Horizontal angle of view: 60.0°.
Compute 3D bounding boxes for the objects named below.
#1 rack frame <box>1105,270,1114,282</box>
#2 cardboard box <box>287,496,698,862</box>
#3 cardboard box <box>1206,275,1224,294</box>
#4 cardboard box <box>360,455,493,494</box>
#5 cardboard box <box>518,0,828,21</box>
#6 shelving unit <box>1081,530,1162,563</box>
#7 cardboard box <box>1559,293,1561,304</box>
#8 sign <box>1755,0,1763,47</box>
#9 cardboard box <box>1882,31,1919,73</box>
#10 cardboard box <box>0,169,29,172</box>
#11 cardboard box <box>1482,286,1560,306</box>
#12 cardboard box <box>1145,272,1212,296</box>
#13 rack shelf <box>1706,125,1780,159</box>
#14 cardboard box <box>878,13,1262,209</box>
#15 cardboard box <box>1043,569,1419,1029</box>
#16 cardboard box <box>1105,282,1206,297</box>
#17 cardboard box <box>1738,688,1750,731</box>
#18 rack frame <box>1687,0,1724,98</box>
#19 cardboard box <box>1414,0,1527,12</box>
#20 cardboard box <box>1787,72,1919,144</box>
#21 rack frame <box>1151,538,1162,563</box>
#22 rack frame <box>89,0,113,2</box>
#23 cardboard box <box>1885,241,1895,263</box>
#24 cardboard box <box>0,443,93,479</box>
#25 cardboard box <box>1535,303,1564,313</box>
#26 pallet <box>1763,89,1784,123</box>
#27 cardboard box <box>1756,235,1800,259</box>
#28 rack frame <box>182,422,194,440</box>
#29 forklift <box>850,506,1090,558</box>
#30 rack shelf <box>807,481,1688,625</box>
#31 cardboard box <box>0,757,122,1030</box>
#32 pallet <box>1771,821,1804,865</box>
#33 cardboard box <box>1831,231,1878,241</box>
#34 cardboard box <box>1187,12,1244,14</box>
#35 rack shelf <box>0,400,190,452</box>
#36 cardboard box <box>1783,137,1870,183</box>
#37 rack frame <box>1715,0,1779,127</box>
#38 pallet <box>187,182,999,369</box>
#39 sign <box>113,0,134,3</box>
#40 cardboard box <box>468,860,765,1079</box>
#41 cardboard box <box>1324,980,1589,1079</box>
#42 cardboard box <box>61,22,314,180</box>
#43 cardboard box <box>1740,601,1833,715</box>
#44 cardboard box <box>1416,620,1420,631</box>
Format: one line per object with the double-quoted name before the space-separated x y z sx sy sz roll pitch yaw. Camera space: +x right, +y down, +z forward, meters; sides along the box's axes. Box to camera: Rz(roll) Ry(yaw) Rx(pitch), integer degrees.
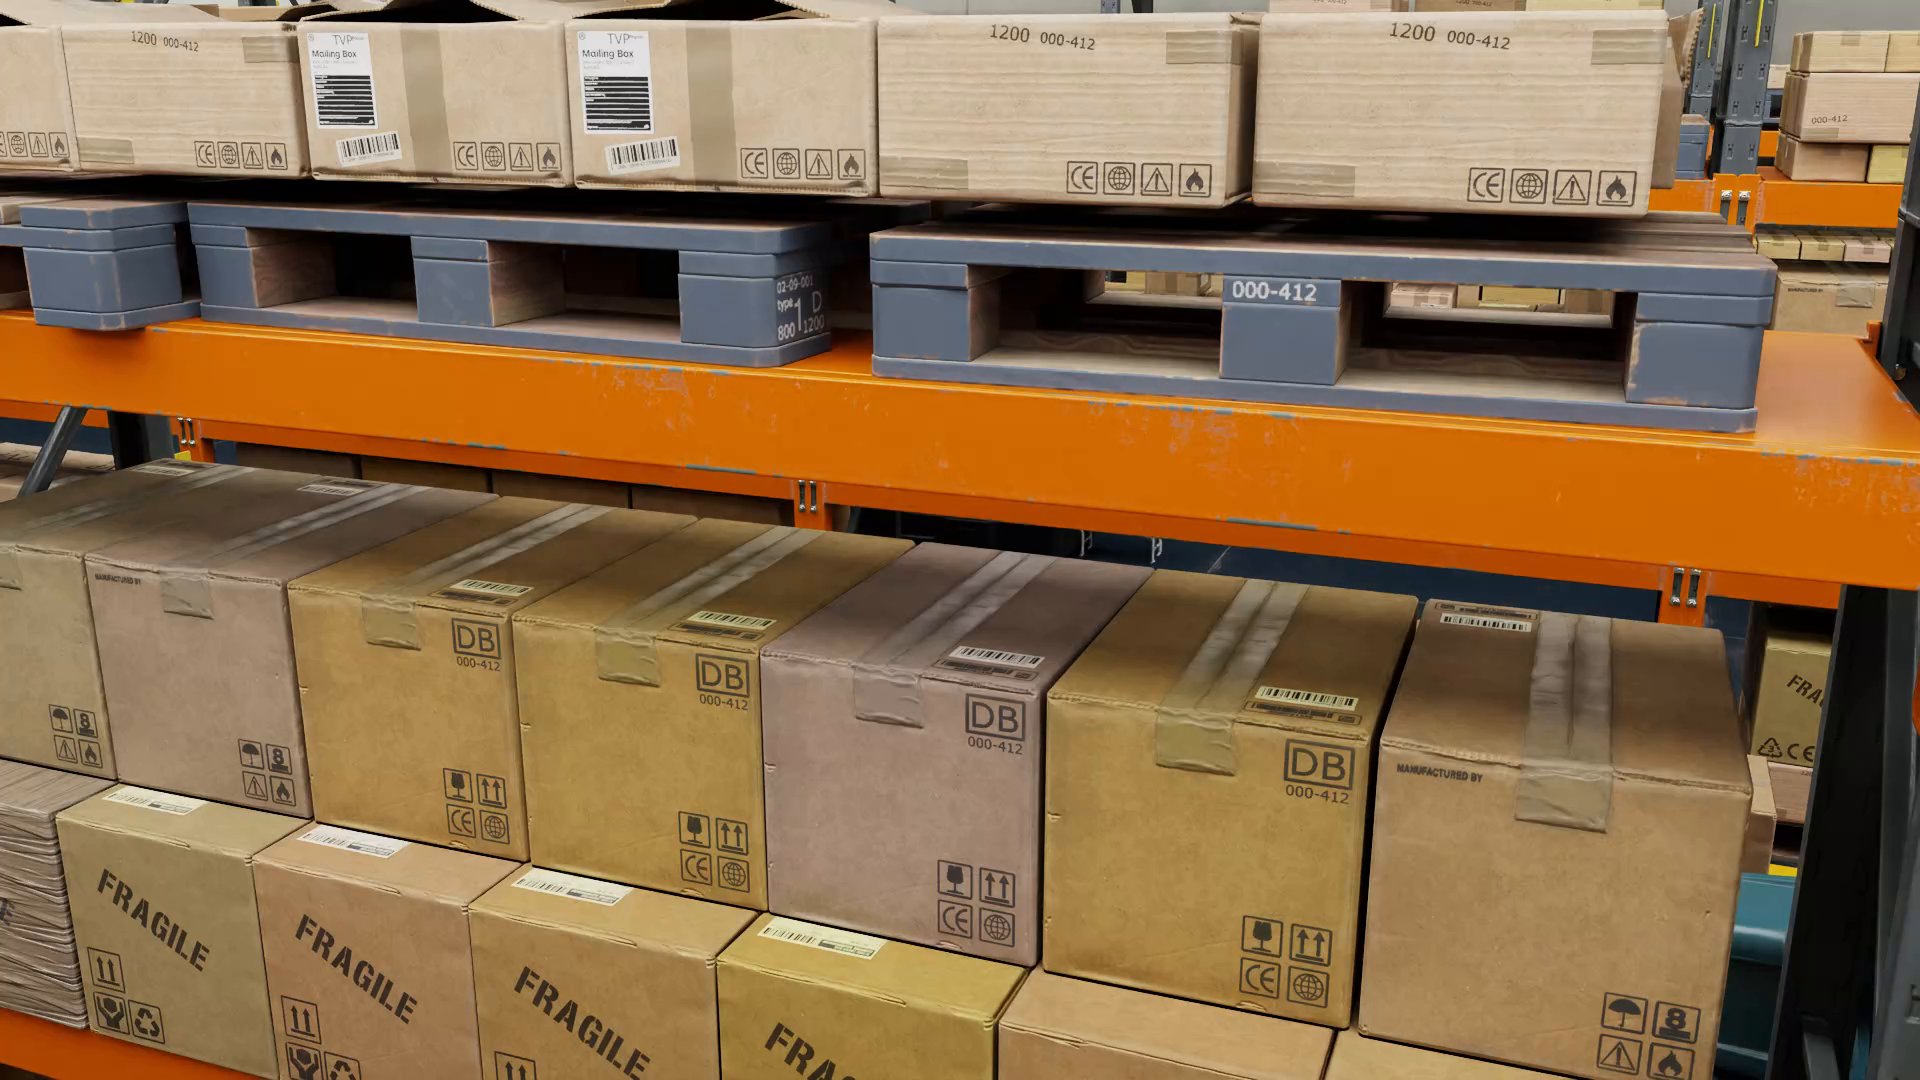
"rack frame" 1.254 -1.952 13.019 0.127 3.000 1.000 6 17 21
"cardboard box" -0.923 0.253 3.449 0.500 0.500 0.700 6 17 20
"cardboard box" 2.042 -1.960 12.418 0.500 0.250 0.500 7 18 22
"cardboard box" -2.836 -0.122 9.772 0.875 0.875 0.875 7 18 22
"cardboard box" -0.566 -1.004 3.258 0.500 0.500 0.500 6 17 21
"shelving unit" 1.101 -0.475 11.151 0.503 1.200 0.258 6 17 18
"cardboard box" 4.597 -1.830 11.968 0.500 0.250 0.500 6 17 20
"sign" 2.957 -1.989 6.131 0.005 0.325 0.100 6 17 21
"cardboard box" 3.583 -1.822 6.211 0.250 0.149 0.380 7 18 22
"cardboard box" -2.720 -0.987 4.132 0.500 0.500 0.500 6 17 21
"cardboard box" 3.943 -1.746 11.680 0.500 0.250 0.500 6 17 19
"cardboard box" 1.062 -1.275 8.054 0.250 0.149 0.380 5 17 18
"rack shelf" 6.835 -2.434 10.587 4.000 0.370 1.077 6 17 21
"cardboard box" 0.206 -0.649 2.484 0.500 0.250 0.500 6 17 20
"cardboard box" 0.492 0.409 2.911 0.500 0.500 0.700 6 17 20
"cardboard box" 0.916 -0.981 8.208 0.500 0.500 0.500 5 17 17
"cardboard box" 3.806 0.854 7.530 0.500 0.250 0.500 7 18 23
"rack frame" 4.975 -4.424 10.773 0.127 3.000 1.000 6 17 21
"cardboard box" 2.293 -2.278 7.379 0.500 0.250 0.500 6 17 19
"cardboard box" 3.466 -1.651 6.335 0.500 0.250 0.500 6 17 19
"rack frame" 1.331 -0.451 11.075 0.015 1.200 0.240 6 17 18
"rack frame" -2.286 -2.252 3.289 0.127 3.000 1.000 6 17 21
"cardboard box" 6.133 -1.836 10.743 0.250 0.149 0.380 6 17 20
"cardboard box" -6.501 -0.321 11.242 0.875 0.438 0.875 7 18 22
"cardboard box" 2.826 -0.770 7.481 0.500 0.500 0.500 7 18 22
"pallet" 5.778 -2.861 10.926 1.213 0.211 1.003 6 17 21
"cardboard box" 5.446 -1.937 11.090 0.250 0.149 0.380 7 17 21
"rack frame" -4.285 -1.074 9.992 0.127 3.000 1.000 6 17 21
"forklift" -0.595 -1.465 11.464 3.031 2.935 1.130 6 17 18
"rack shelf" 1.297 -0.115 7.978 4.000 0.370 1.077 6 17 21
"cardboard box" -1.968 0.697 3.712 0.500 0.500 0.500 6 17 21
"pallet" 3.795 1.143 7.357 1.213 0.211 1.003 6 17 21
"cardboard box" 6.108 -2.022 11.382 0.250 0.149 0.380 6 17 20
"cardboard box" 1.838 -3.553 12.041 0.500 0.500 0.500 6 17 21
"rack shelf" -6.145 -0.933 10.797 4.000 0.370 1.077 6 17 21
"cardboard box" 3.359 -1.479 6.458 0.250 0.149 0.380 6 17 20
"rack frame" 3.157 -3.137 6.337 0.127 3.000 1.000 6 17 21
"pallet" -0.626 -0.555 3.162 1.213 0.211 1.003 7 18 23
"sign" -2.075 -1.240 4.117 0.005 0.325 0.100 6 17 21
"cardboard box" -0.562 0.852 3.180 0.500 0.500 0.500 6 17 20
"cardboard box" 0.851 1.007 2.647 0.500 0.500 0.500 6 17 20
"cardboard box" -1.227 -0.806 3.027 0.500 0.250 0.500 7 18 22
"cardboard box" 3.806 0.494 7.425 0.500 0.500 0.500 6 17 20
"cardboard box" 1.998 0.679 7.914 0.625 0.372 0.950 7 18 24
